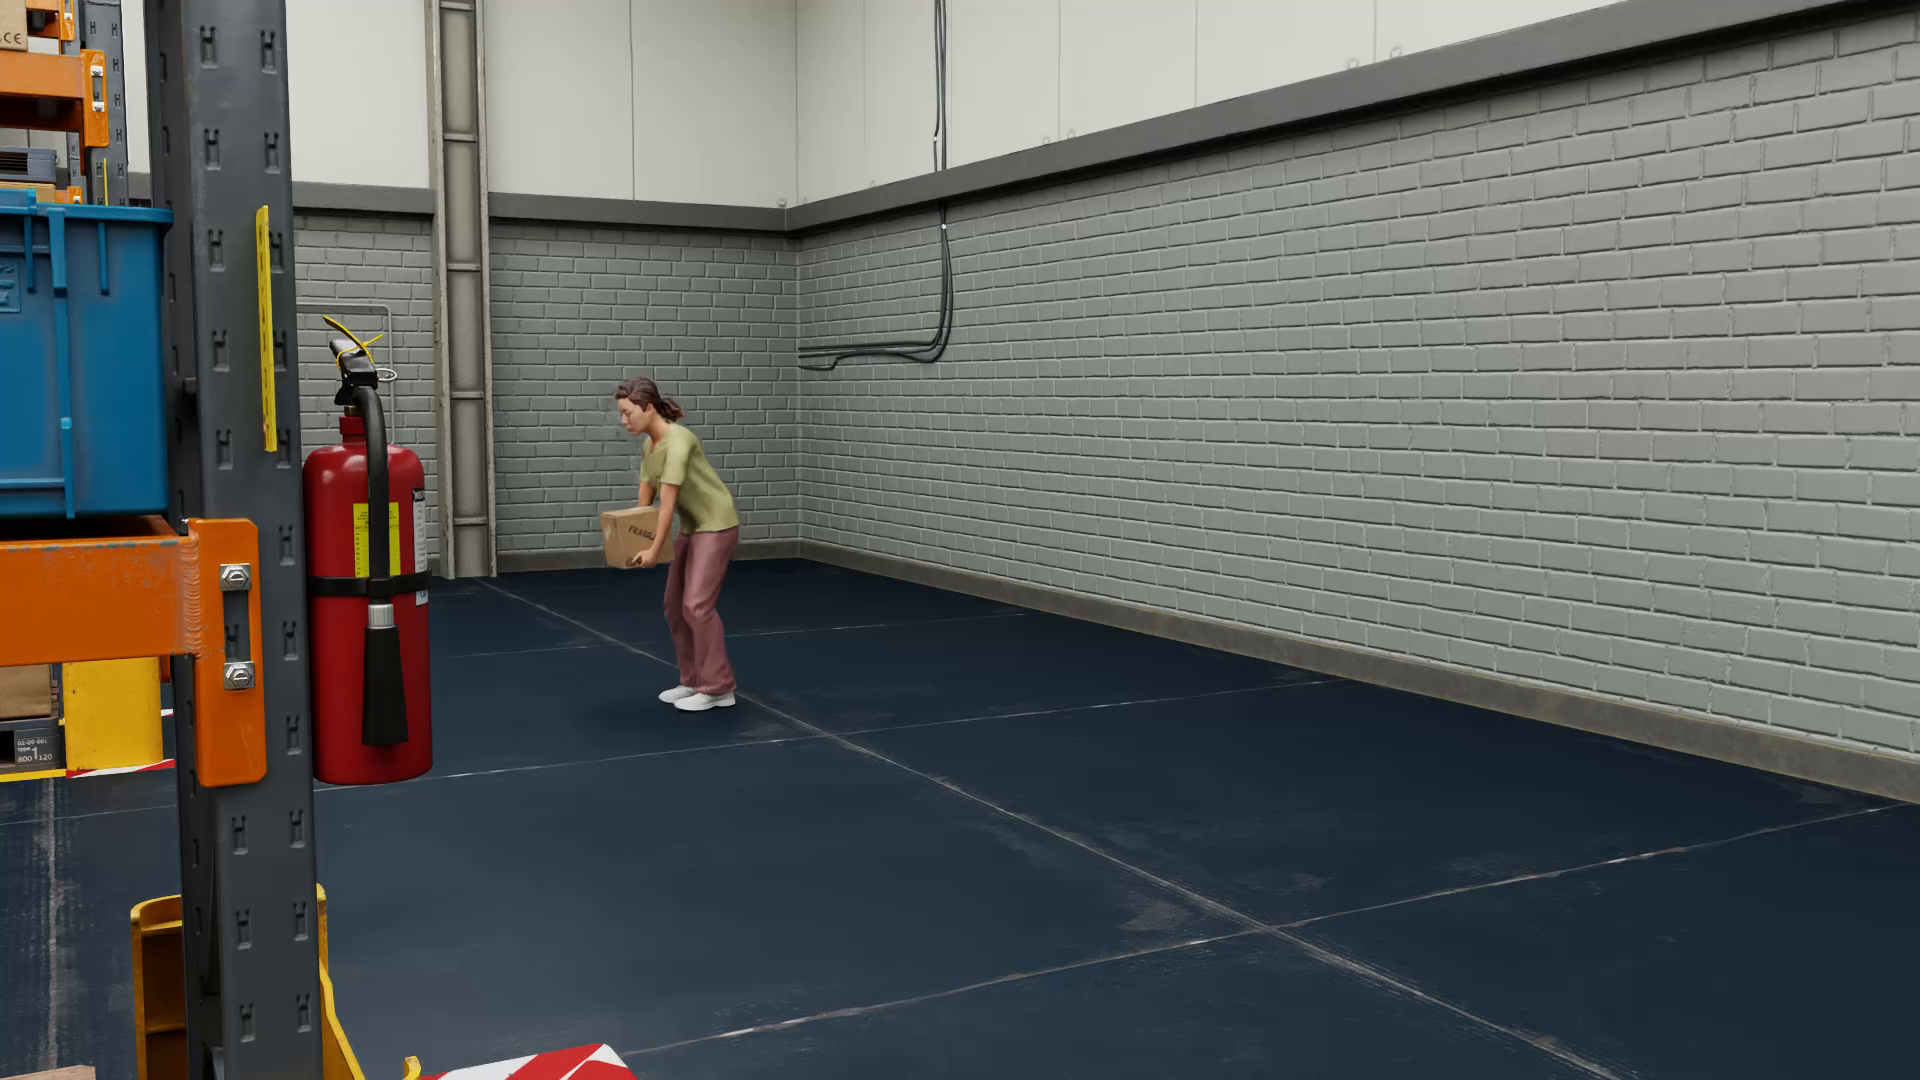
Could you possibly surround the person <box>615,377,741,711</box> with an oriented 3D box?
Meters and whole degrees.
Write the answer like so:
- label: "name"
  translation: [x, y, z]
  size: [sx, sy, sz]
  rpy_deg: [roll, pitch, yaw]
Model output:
- label: "person"
  translation: [-1.336, 0.018, 7.877]
  size: [0.582, 1.572, 0.412]
  rpy_deg: [-3, 6, -30]
